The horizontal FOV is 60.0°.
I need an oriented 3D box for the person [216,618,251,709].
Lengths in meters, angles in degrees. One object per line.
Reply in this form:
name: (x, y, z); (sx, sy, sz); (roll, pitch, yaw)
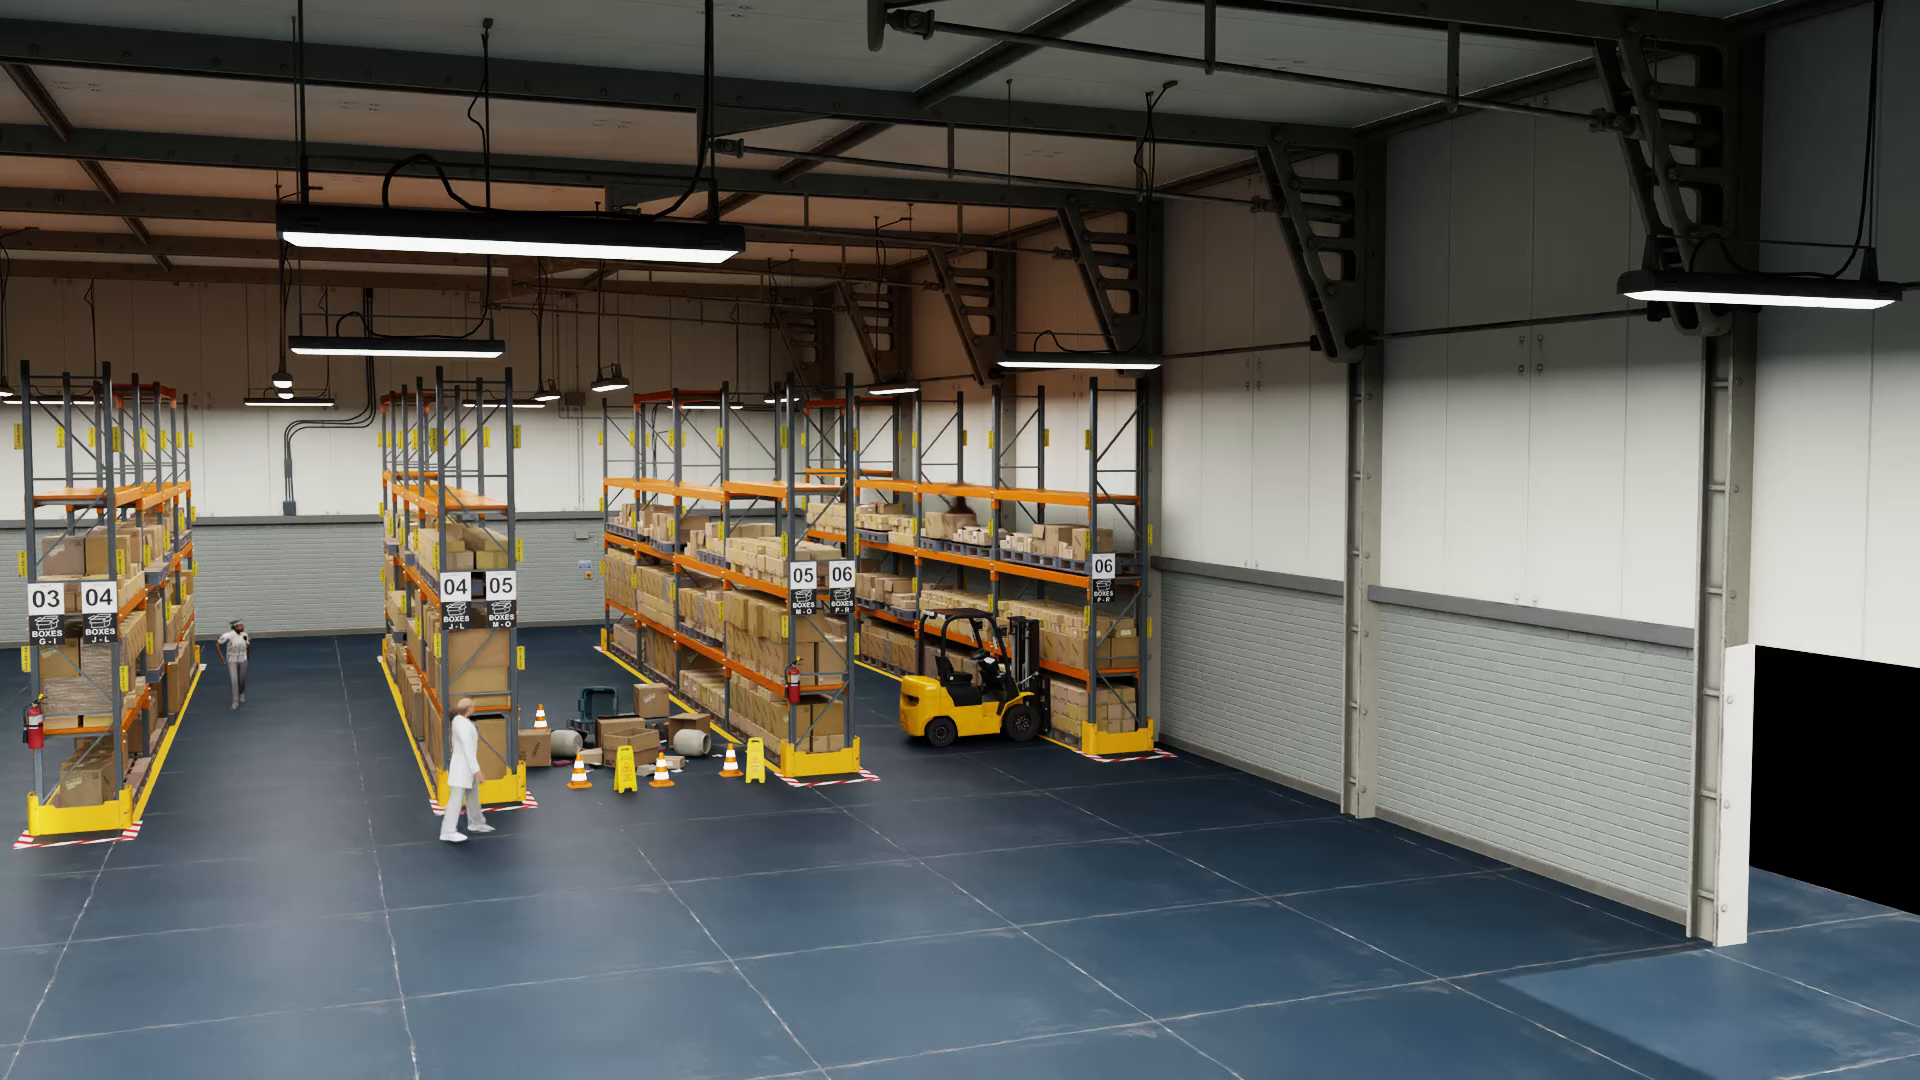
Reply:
person: (-13.563, 2.272, 31.051); (0.610, 1.644, 0.992); (-1, 4, -23)

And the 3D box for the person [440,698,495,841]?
person: (-6.216, 2.870, 20.916); (0.612, 1.806, 0.758); (-1, 3, -10)
